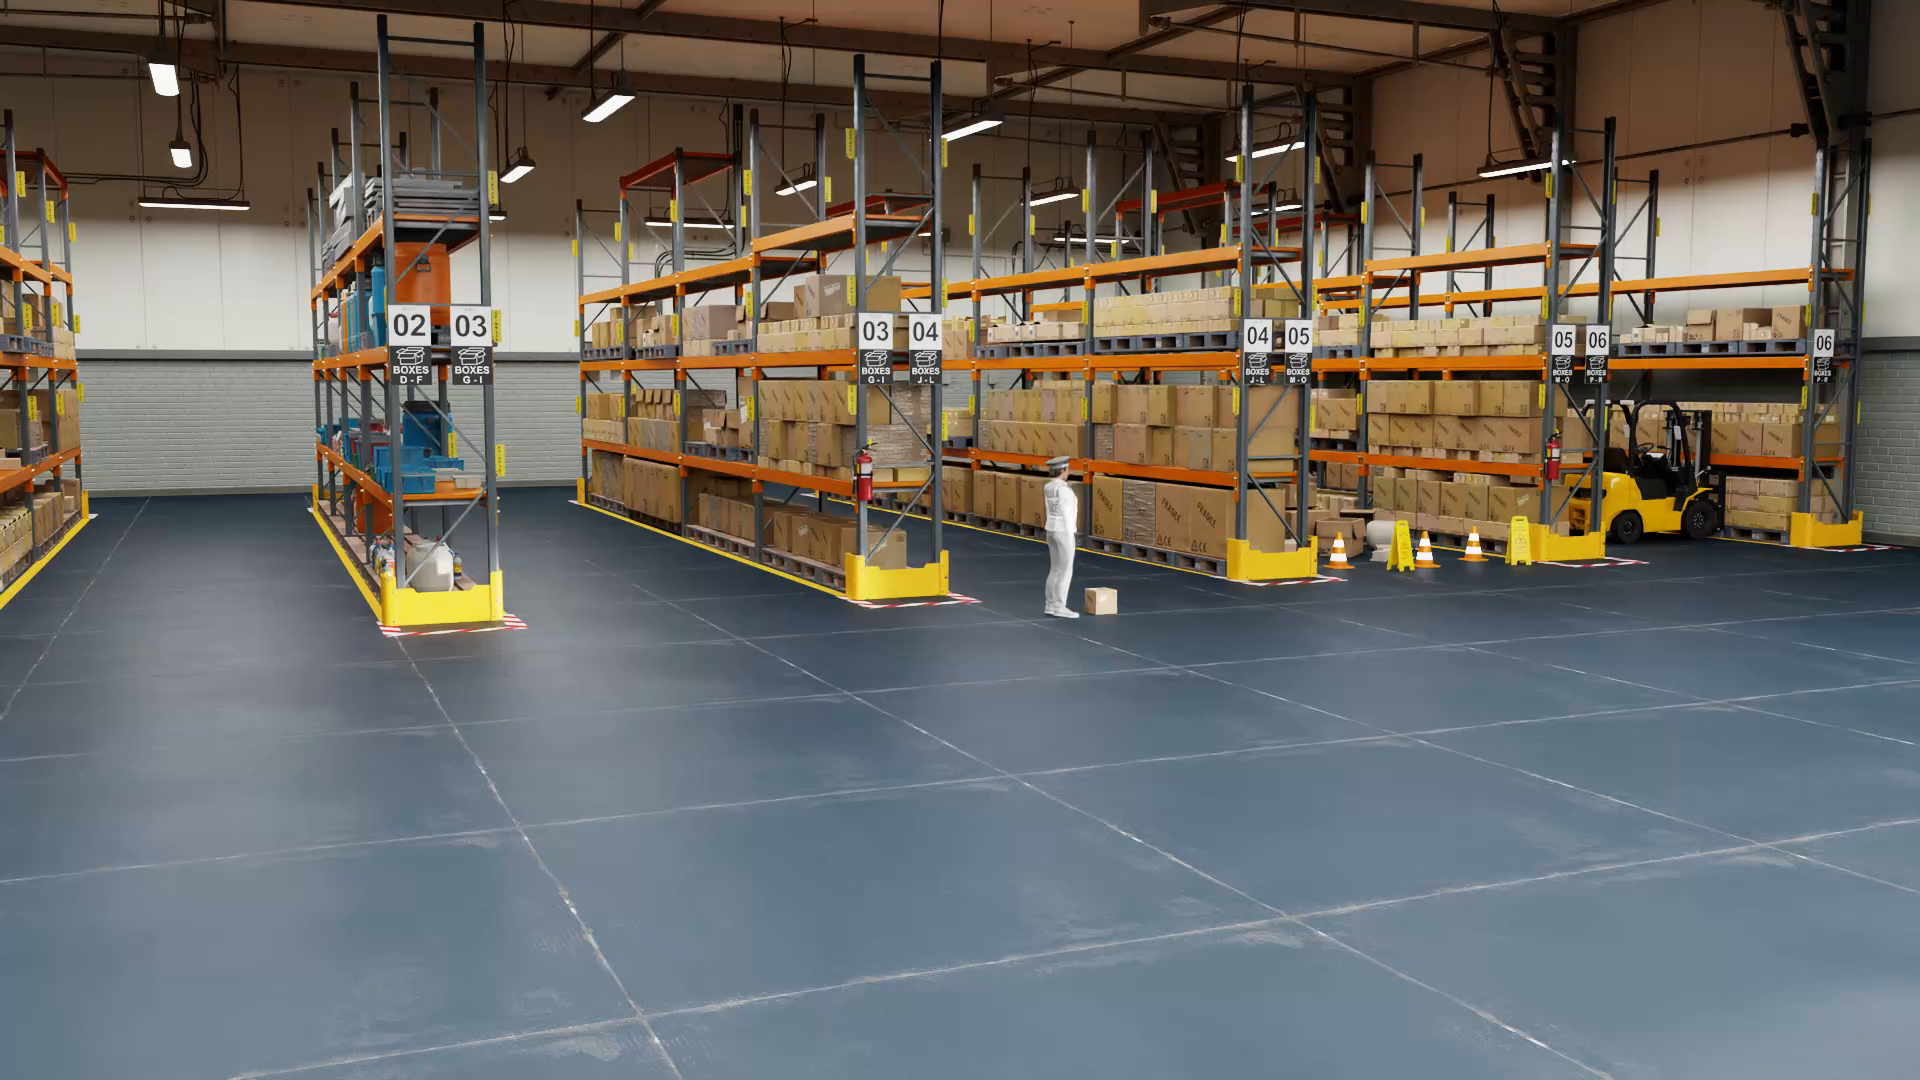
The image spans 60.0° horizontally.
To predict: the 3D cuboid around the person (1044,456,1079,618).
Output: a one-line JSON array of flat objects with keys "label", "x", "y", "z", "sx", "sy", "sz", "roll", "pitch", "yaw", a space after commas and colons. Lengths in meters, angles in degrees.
[{"label": "person", "x": 1.058, "y": -0.039, "z": 17.392, "sx": 0.337, "sy": 1.683, "sz": 0.467, "roll": -2, "pitch": 6, "yaw": -22}]
